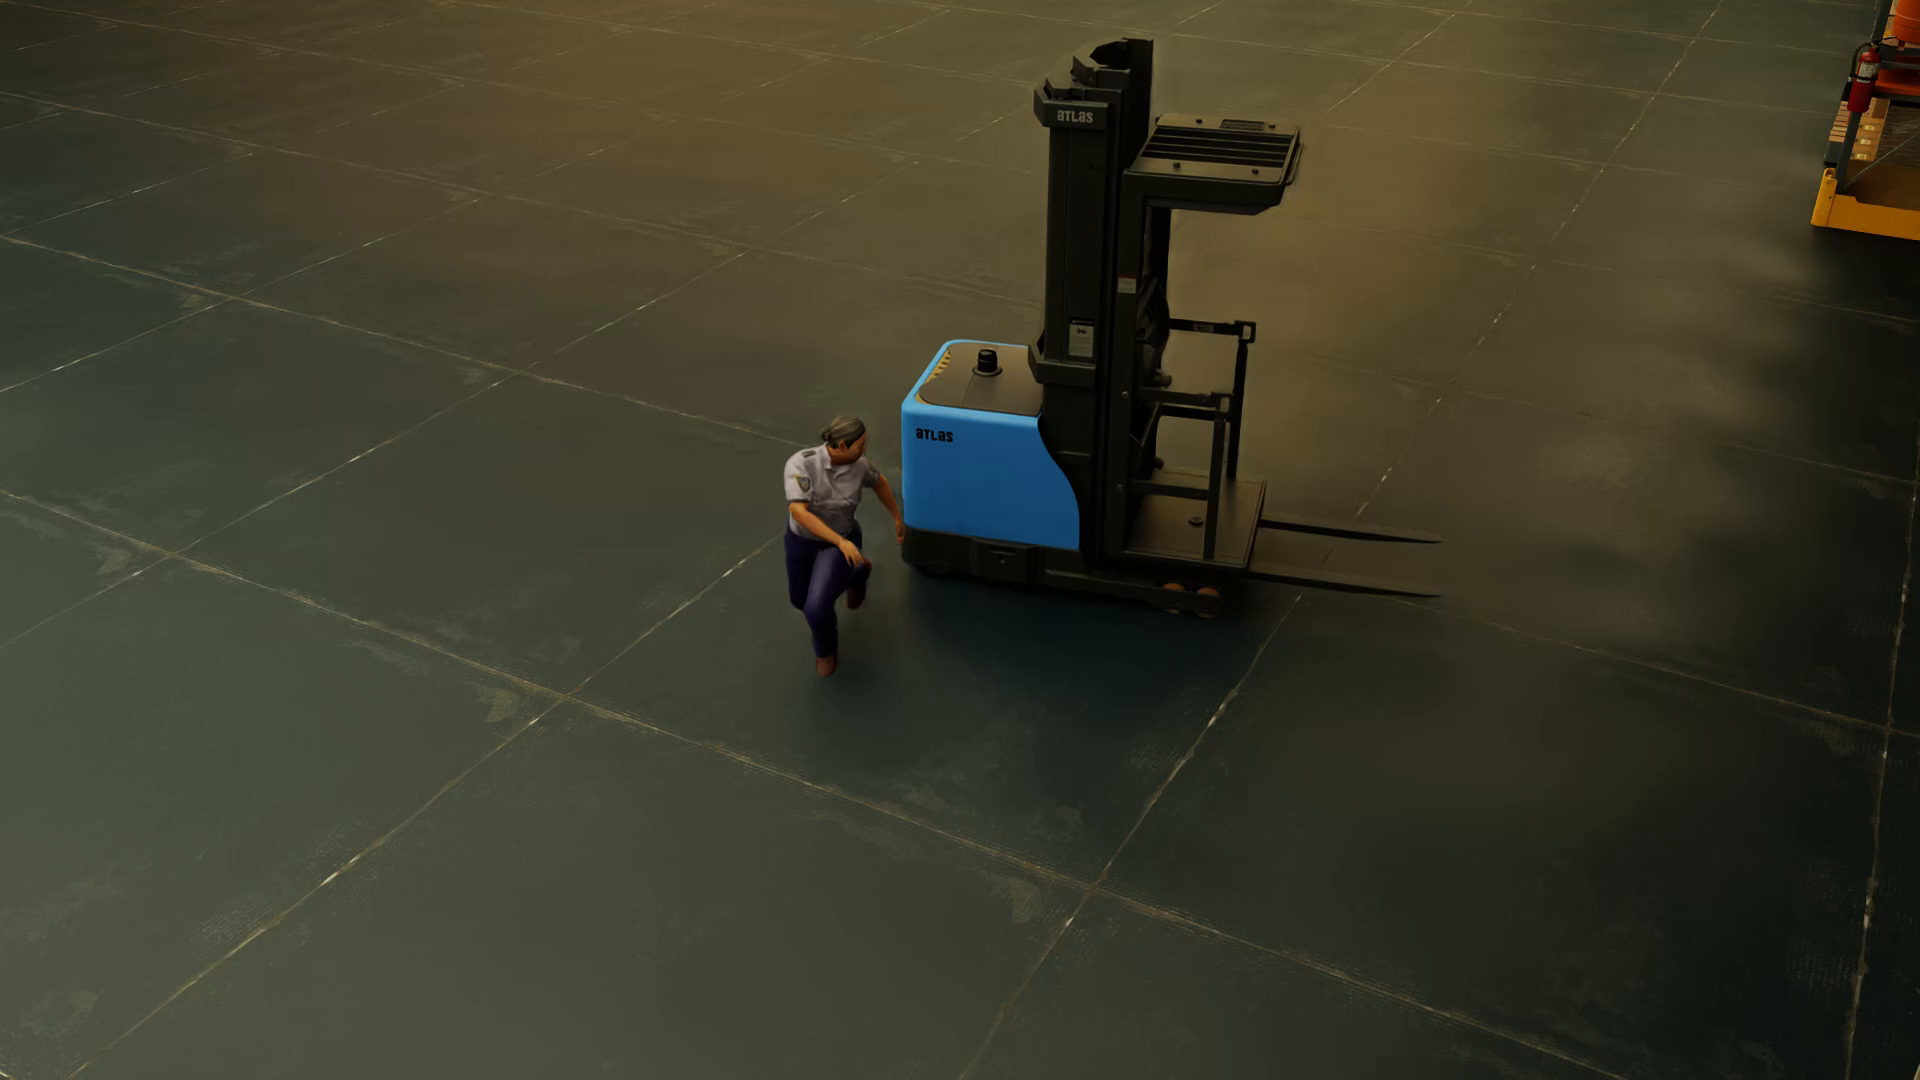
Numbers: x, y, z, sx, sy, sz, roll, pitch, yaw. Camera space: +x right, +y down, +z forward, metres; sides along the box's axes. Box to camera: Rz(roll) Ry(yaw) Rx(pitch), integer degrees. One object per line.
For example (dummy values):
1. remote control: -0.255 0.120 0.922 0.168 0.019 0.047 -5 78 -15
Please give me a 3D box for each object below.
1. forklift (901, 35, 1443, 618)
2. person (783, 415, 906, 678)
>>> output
1. forklift: 1.233 -1.130 9.029 3.031 2.935 1.130 8 31 13
2. person: -0.622 -0.037 8.712 0.601 1.431 0.862 4 30 8
